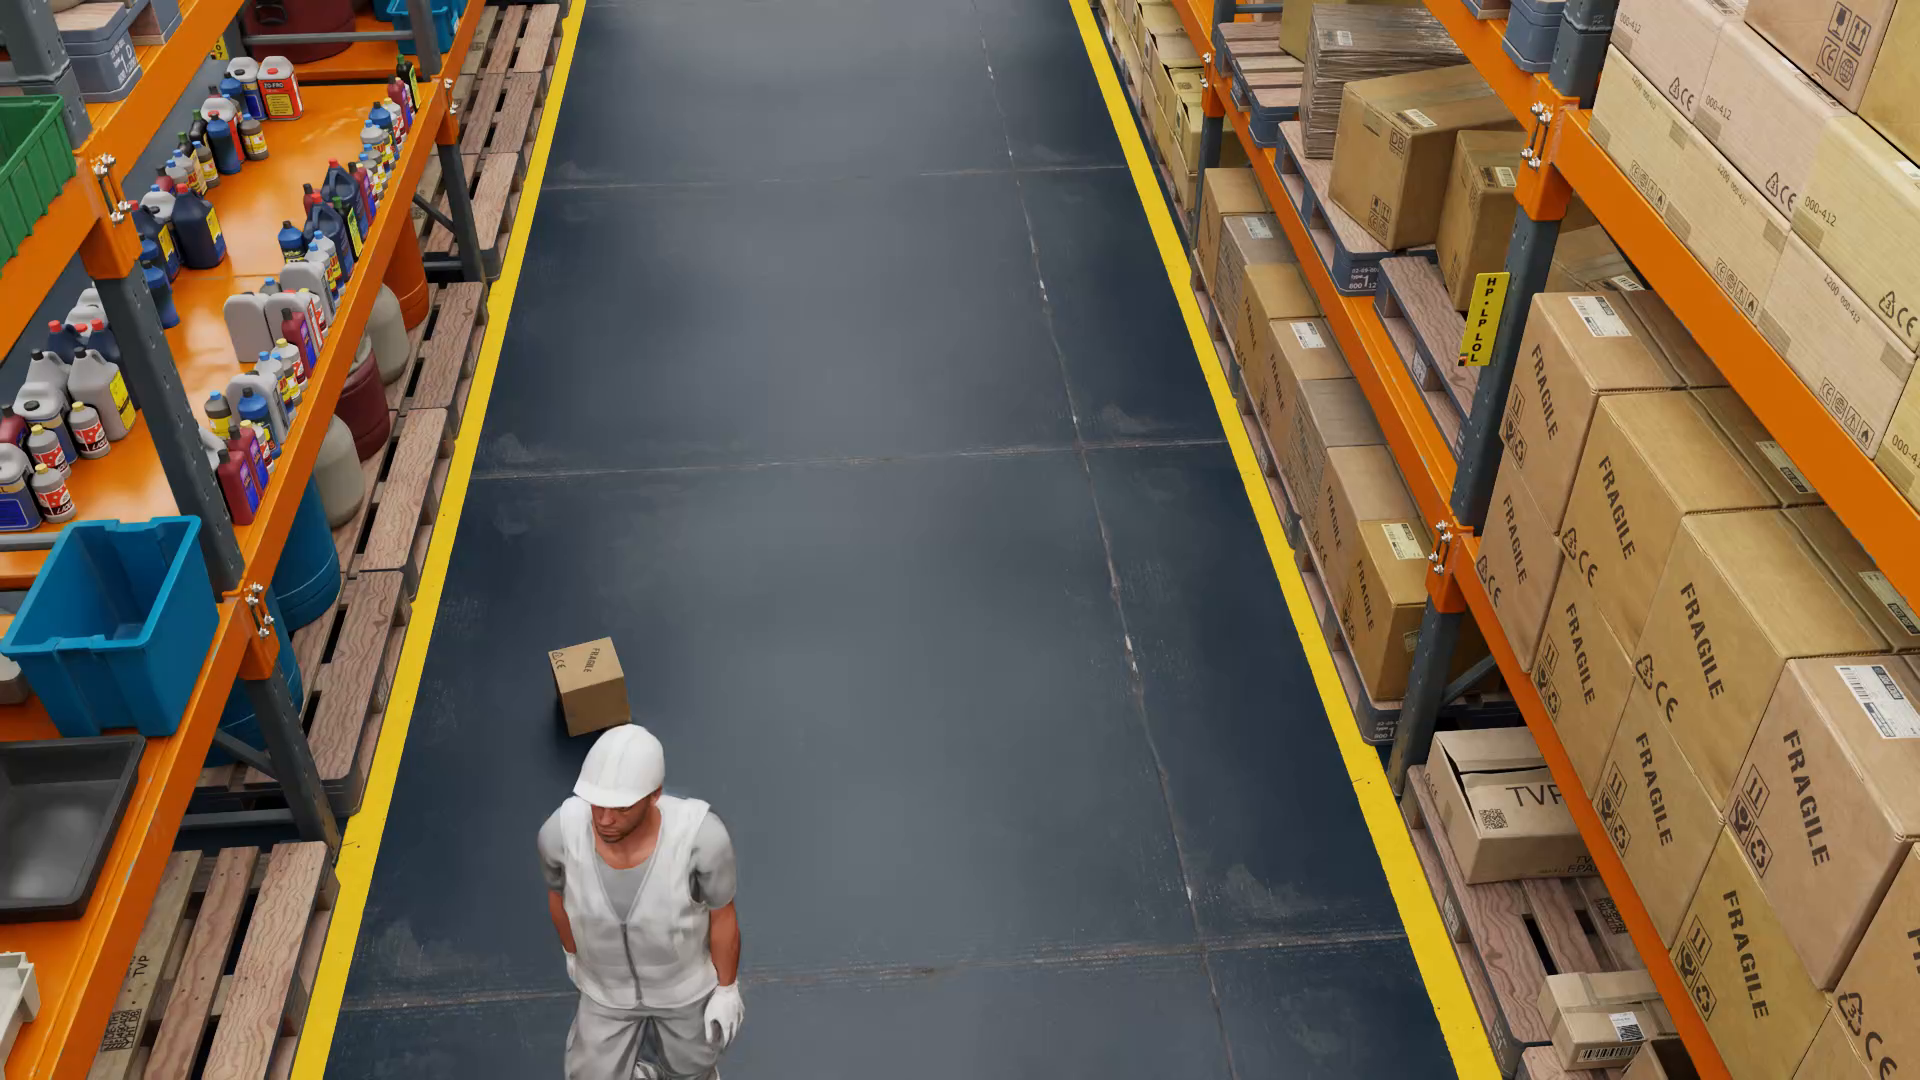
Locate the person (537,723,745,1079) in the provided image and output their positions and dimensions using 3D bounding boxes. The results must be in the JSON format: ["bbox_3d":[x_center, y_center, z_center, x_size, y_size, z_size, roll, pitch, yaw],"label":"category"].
[{"bbox_3d":[-0.854,1.227,4.571,0.531,1.793,0.444,0,39,0],"label":"person"}]
